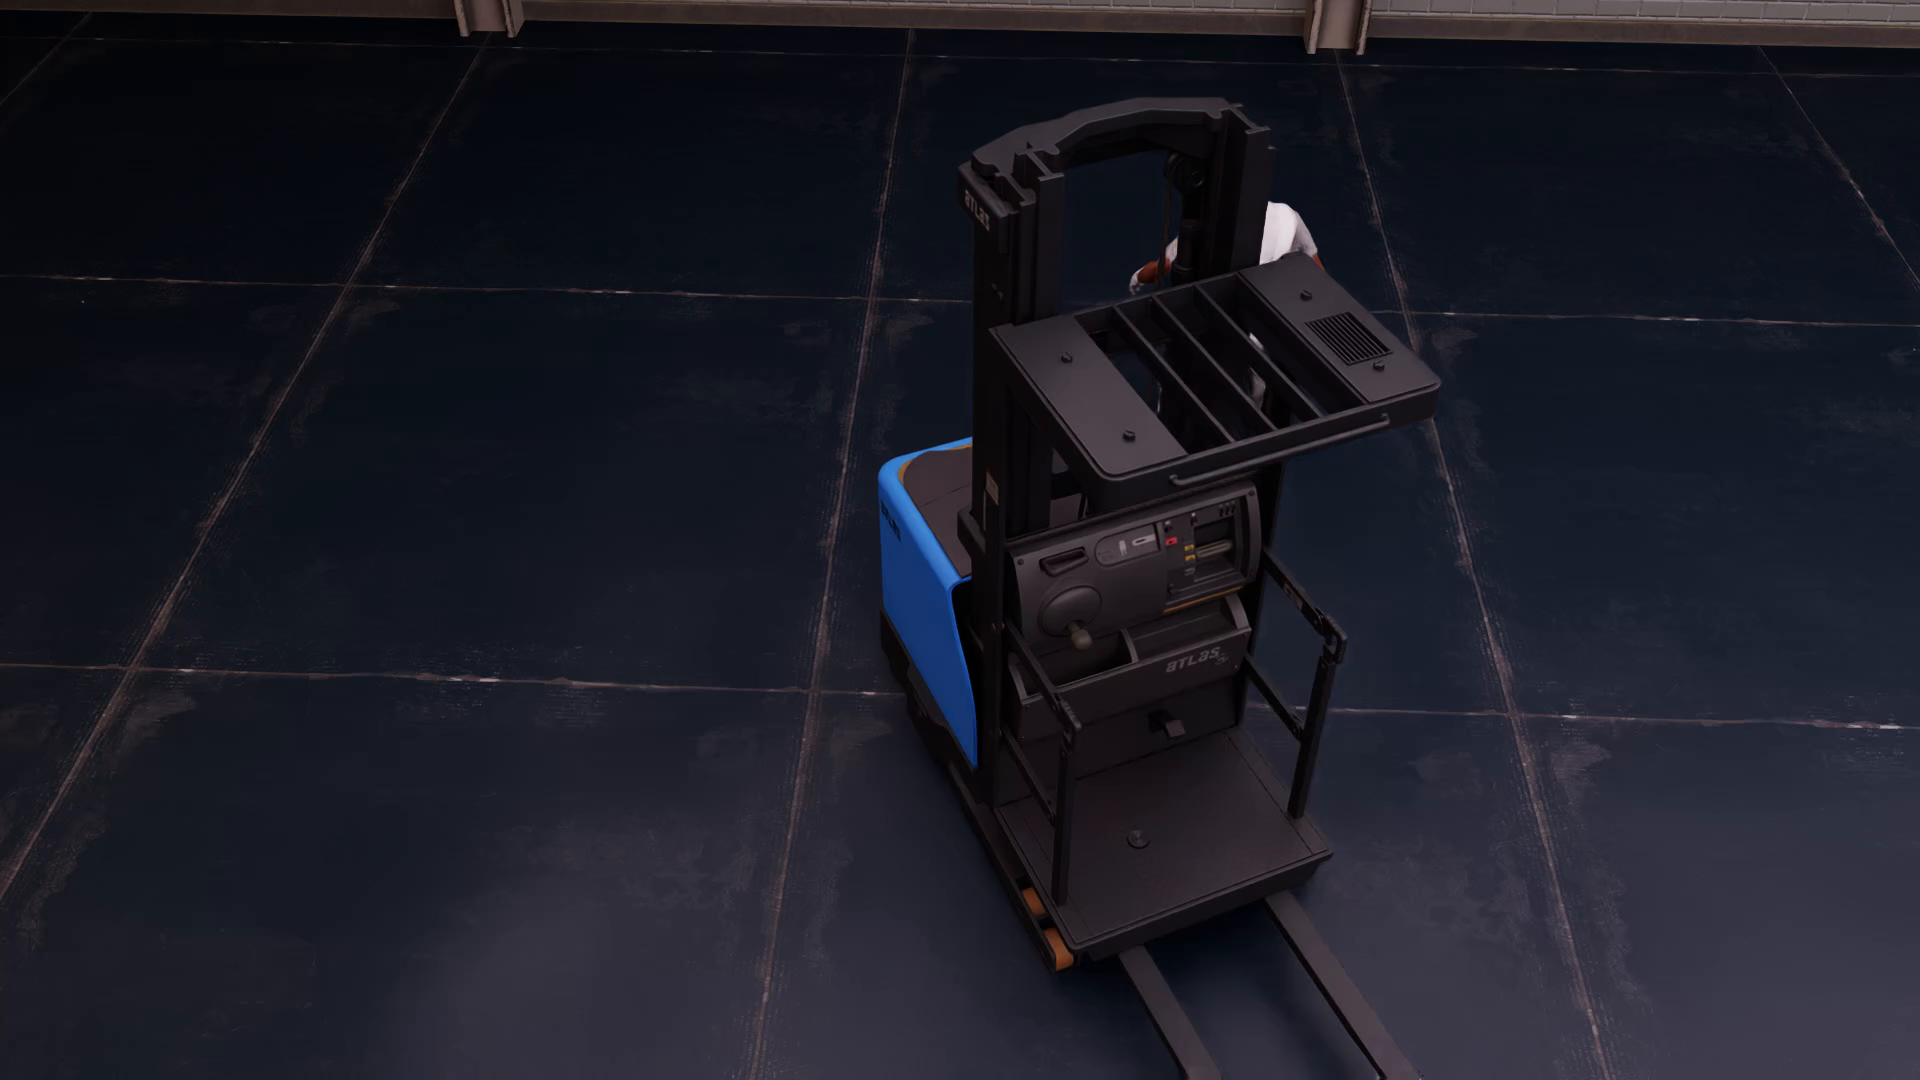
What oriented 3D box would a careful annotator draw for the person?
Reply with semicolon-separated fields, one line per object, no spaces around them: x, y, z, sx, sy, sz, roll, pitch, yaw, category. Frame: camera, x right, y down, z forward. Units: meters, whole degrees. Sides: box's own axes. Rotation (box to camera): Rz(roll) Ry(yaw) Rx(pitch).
1.342;-1.071;7.956;1.044;1.659;0.518;-4;43;-4;person

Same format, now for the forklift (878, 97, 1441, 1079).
0.701;0.179;5.546;1.130;2.935;3.031;-16;45;-17;forklift
